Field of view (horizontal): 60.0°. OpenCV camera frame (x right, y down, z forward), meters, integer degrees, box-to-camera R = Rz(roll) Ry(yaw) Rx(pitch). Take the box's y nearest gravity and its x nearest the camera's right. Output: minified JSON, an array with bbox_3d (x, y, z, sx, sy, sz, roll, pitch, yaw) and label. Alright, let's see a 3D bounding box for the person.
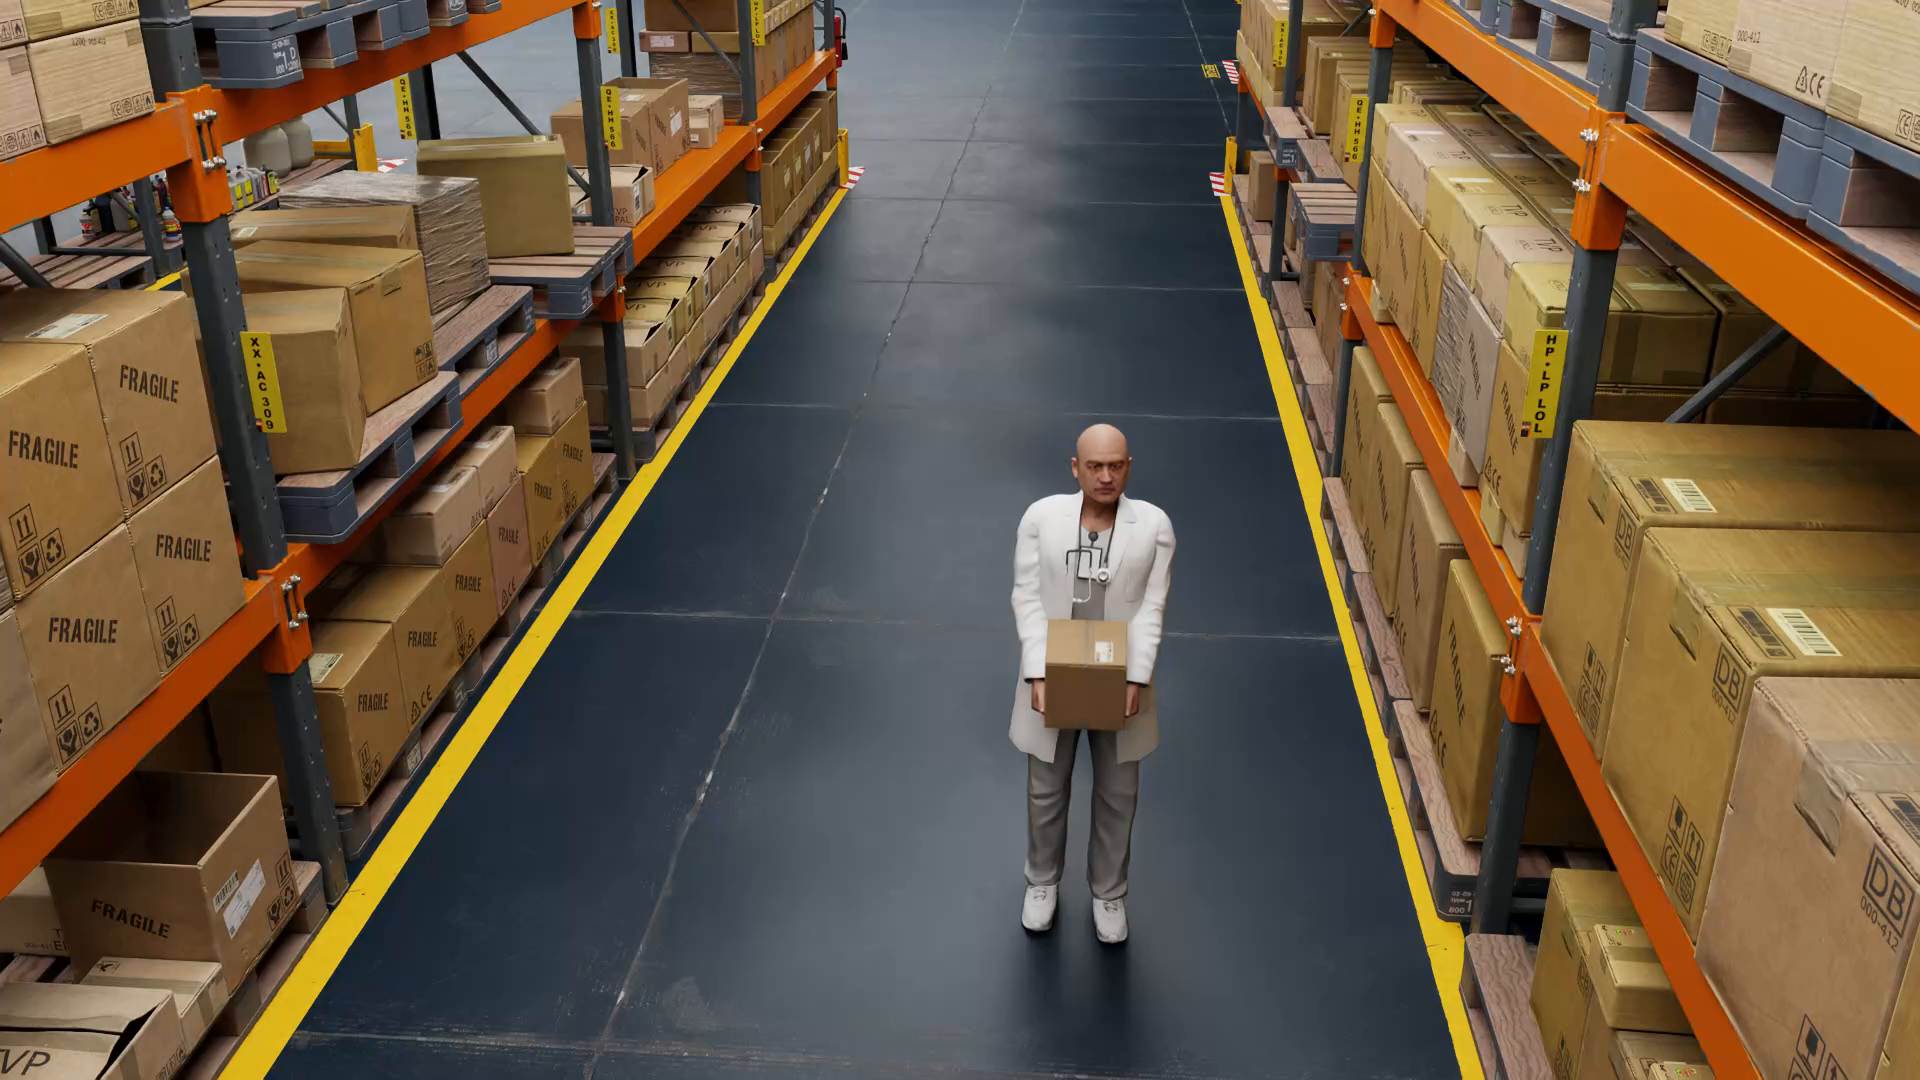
[{"bbox_3d":[0.423,0.518,5.476,0.530,1.769,0.563,2,24,5],"label":"person"}]
